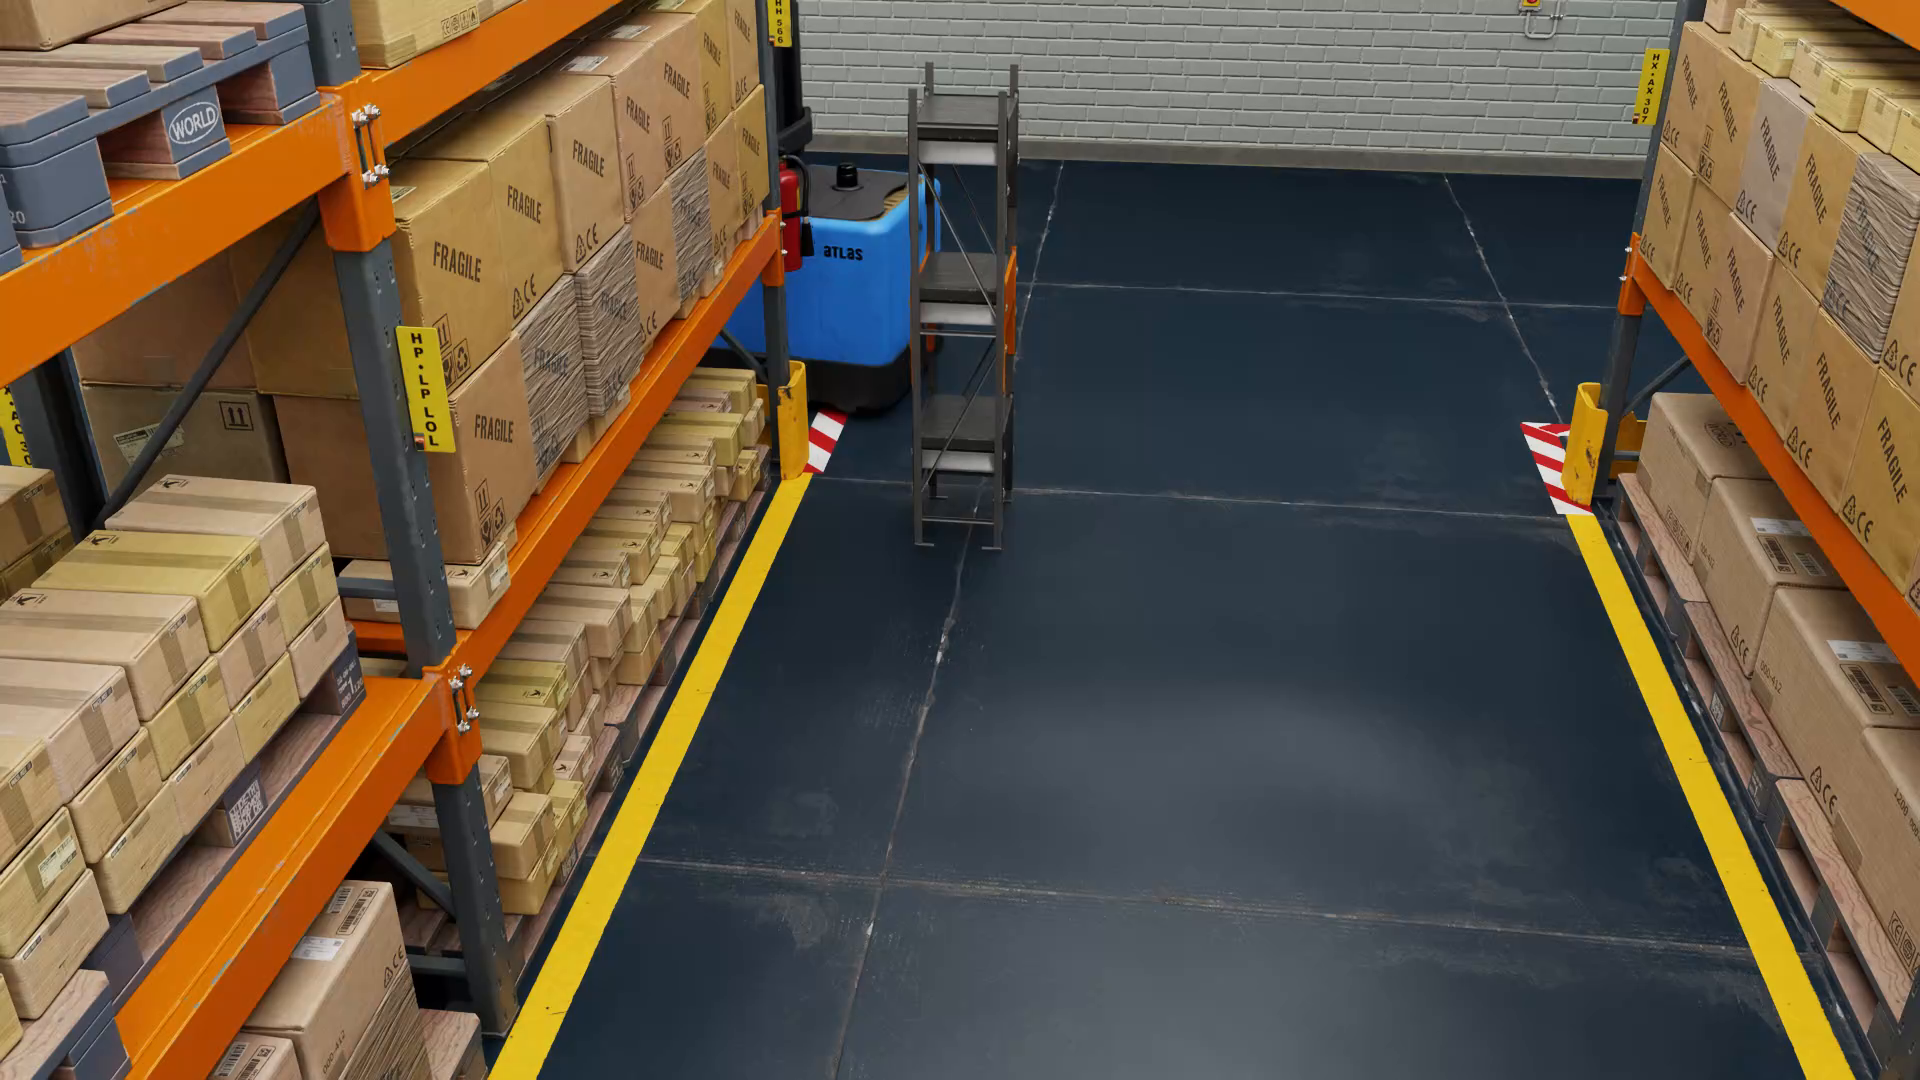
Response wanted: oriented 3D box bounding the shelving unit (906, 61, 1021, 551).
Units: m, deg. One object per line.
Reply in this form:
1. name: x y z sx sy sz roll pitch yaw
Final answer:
1. shelving unit: 0.020 -1.002 7.397 0.431 2.100 0.503 3 28 6

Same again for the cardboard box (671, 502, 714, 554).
1. cardboard box: -1.252 -0.073 6.973 0.380 0.149 0.250 4 29 7

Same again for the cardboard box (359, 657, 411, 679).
1. cardboard box: -2.048 0.502 5.592 0.380 0.149 0.250 3 28 6

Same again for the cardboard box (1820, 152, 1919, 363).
1. cardboard box: 2.984 -0.845 4.996 0.500 0.500 0.500 4 29 7

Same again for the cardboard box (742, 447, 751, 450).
1. cardboard box: -1.216 -0.437 7.961 0.380 0.149 0.250 4 29 7

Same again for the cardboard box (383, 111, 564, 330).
1. cardboard box: -1.503 -0.942 4.863 0.500 0.500 0.500 3 28 5

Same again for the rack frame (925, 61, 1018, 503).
1. rack frame: 0.050 -1.117 7.610 0.400 2.100 0.015 3 28 6

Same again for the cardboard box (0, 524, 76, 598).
1. cardboard box: -2.353 0.070 3.967 0.380 0.149 0.250 4 29 7

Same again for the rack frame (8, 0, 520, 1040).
1. rack frame: -1.848 0.116 4.372 1.000 3.000 0.127 3 28 6

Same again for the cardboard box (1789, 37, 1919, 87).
1. cardboard box: 3.147 -1.651 5.808 0.380 0.149 0.250 4 29 7

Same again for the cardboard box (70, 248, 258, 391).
1. cardboard box: -2.059 -0.736 4.480 0.500 0.500 0.500 2 28 4

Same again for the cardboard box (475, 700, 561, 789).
1. cardboard box: -1.508 0.648 5.320 0.380 0.149 0.250 5 29 9

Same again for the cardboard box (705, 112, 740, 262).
1. cardboard box: -1.226 -1.473 6.903 0.500 0.500 0.500 3 28 5

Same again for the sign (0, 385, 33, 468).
1. sign: -2.388 -0.293 4.218 0.100 0.325 0.005 3 28 6

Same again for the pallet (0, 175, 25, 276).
1. pallet: -2.154 -0.349 2.270 1.213 0.211 1.003 3 28 6

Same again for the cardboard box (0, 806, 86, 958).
1. cardboard box: -1.828 0.602 2.979 0.380 0.149 0.250 2 28 4

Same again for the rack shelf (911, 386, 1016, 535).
1. rack shelf: 0.020 -0.374 7.735 0.431 0.518 0.480 3 28 6

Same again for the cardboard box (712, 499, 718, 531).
1. cardboard box: -1.282 -0.073 7.287 0.380 0.149 0.250 4 29 7

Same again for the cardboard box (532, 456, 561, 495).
1. cardboard box: -1.511 -0.270 5.353 0.380 0.149 0.250 2 28 4

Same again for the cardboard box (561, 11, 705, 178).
1. cardboard box: -1.284 -1.668 6.211 0.500 0.500 0.500 5 29 9

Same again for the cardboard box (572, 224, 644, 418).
1. cardboard box: -1.387 -0.746 5.552 0.500 0.500 0.500 3 28 5

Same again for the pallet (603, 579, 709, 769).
1. pallet: -1.654 0.450 6.693 1.003 0.211 1.213 3 28 6

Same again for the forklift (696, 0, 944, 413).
1. forklift: -1.669 -2.371 9.061 3.031 2.935 1.130 9 29 15

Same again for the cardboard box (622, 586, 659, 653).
1. cardboard box: -1.363 0.292 6.295 0.380 0.149 0.250 3 28 6

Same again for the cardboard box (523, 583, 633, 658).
1. cardboard box: -1.404 0.287 5.990 0.380 0.149 0.250 4 29 7

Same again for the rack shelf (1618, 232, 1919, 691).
1. rack shelf: 3.322 -0.268 5.844 1.077 0.370 4.000 3 28 6

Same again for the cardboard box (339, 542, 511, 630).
1. cardboard box: -1.489 0.112 4.644 0.380 0.149 0.250 4 29 8

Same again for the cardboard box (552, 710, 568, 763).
1. cardboard box: -1.550 0.662 5.608 0.380 0.149 0.250 3 28 6

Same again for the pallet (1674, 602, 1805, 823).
1. pallet: 3.395 0.655 6.312 1.003 0.211 1.213 3 28 6

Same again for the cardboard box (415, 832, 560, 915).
1. cardboard box: -1.485 1.034 5.232 0.380 0.149 0.250 2 28 4

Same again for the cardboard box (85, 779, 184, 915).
1. cardboard box: -1.795 0.598 3.300 0.380 0.149 0.250 2 28 4

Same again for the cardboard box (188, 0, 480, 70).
1. cardboard box: -1.530 -1.341 4.072 0.500 0.250 0.500 5 29 9

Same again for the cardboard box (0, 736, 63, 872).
1. cardboard box: -1.835 0.467 2.915 0.380 0.149 0.250 2 28 5

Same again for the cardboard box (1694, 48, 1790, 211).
1. cardboard box: 3.169 -1.558 6.319 0.500 0.500 0.500 3 28 5

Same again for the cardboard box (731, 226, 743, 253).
1. cardboard box: -1.185 -1.371 7.398 0.380 0.149 0.250 3 28 6

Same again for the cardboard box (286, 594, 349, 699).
1. cardboard box: -1.700 0.240 3.963 0.380 0.149 0.250 3 28 5

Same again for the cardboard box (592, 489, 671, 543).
1. cardboard box: -1.380 -0.085 6.681 0.380 0.149 0.250 2 28 4

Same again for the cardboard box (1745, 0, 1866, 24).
1. cardboard box: 3.287 -2.018 6.489 0.380 0.149 0.250 4 29 7

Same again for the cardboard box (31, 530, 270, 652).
1. cardboard box: -1.736 0.107 3.584 0.380 0.149 0.250 3 28 5

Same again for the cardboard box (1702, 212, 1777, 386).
1. cardboard box: 3.109 -0.883 6.121 0.500 0.500 0.500 3 28 6

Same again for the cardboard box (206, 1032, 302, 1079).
1. cardboard box: -1.765 1.308 3.562 0.500 0.250 0.500 5 29 9

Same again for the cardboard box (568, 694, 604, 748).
1. cardboard box: -1.492 0.666 5.914 0.380 0.149 0.250 3 28 5

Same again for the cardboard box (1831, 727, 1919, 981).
1. cardboard box: 3.260 1.010 4.971 0.875 0.438 0.875 3 28 5

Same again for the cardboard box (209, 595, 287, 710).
1. cardboard box: -1.732 0.234 3.662 0.380 0.149 0.250 4 29 7

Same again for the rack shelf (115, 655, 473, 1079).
1. rack shelf: -2.093 1.374 2.795 1.077 0.370 4.000 3 28 6

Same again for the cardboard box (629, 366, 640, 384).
1. cardboard box: -1.389 -0.639 6.039 0.380 0.149 0.250 4 29 8

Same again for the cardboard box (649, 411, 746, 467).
1. cardboard box: -1.165 -0.450 7.359 0.380 0.149 0.250 3 28 5

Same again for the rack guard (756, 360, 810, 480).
1. rack guard: -1.367 -0.631 8.393 1.175 0.500 0.348 3 28 6

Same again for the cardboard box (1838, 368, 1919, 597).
1. cardboard box: 2.938 -0.163 4.785 0.500 0.500 0.500 3 28 5

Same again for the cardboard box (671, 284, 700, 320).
1. cardboard box: -1.271 -1.009 6.724 0.380 0.149 0.250 2 28 4

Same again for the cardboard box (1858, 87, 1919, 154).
1. cardboard box: 3.033 -1.292 5.141 0.380 0.149 0.250 3 28 6

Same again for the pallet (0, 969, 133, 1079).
1. pallet: -2.136 1.149 2.656 1.003 0.211 1.213 3 28 6

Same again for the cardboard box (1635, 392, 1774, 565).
1. cardboard box: 3.585 -0.267 7.342 0.875 0.438 0.875 2 28 4

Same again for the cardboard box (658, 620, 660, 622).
1. cardboard box: -1.410 0.292 6.608 0.380 0.149 0.250 4 29 8
